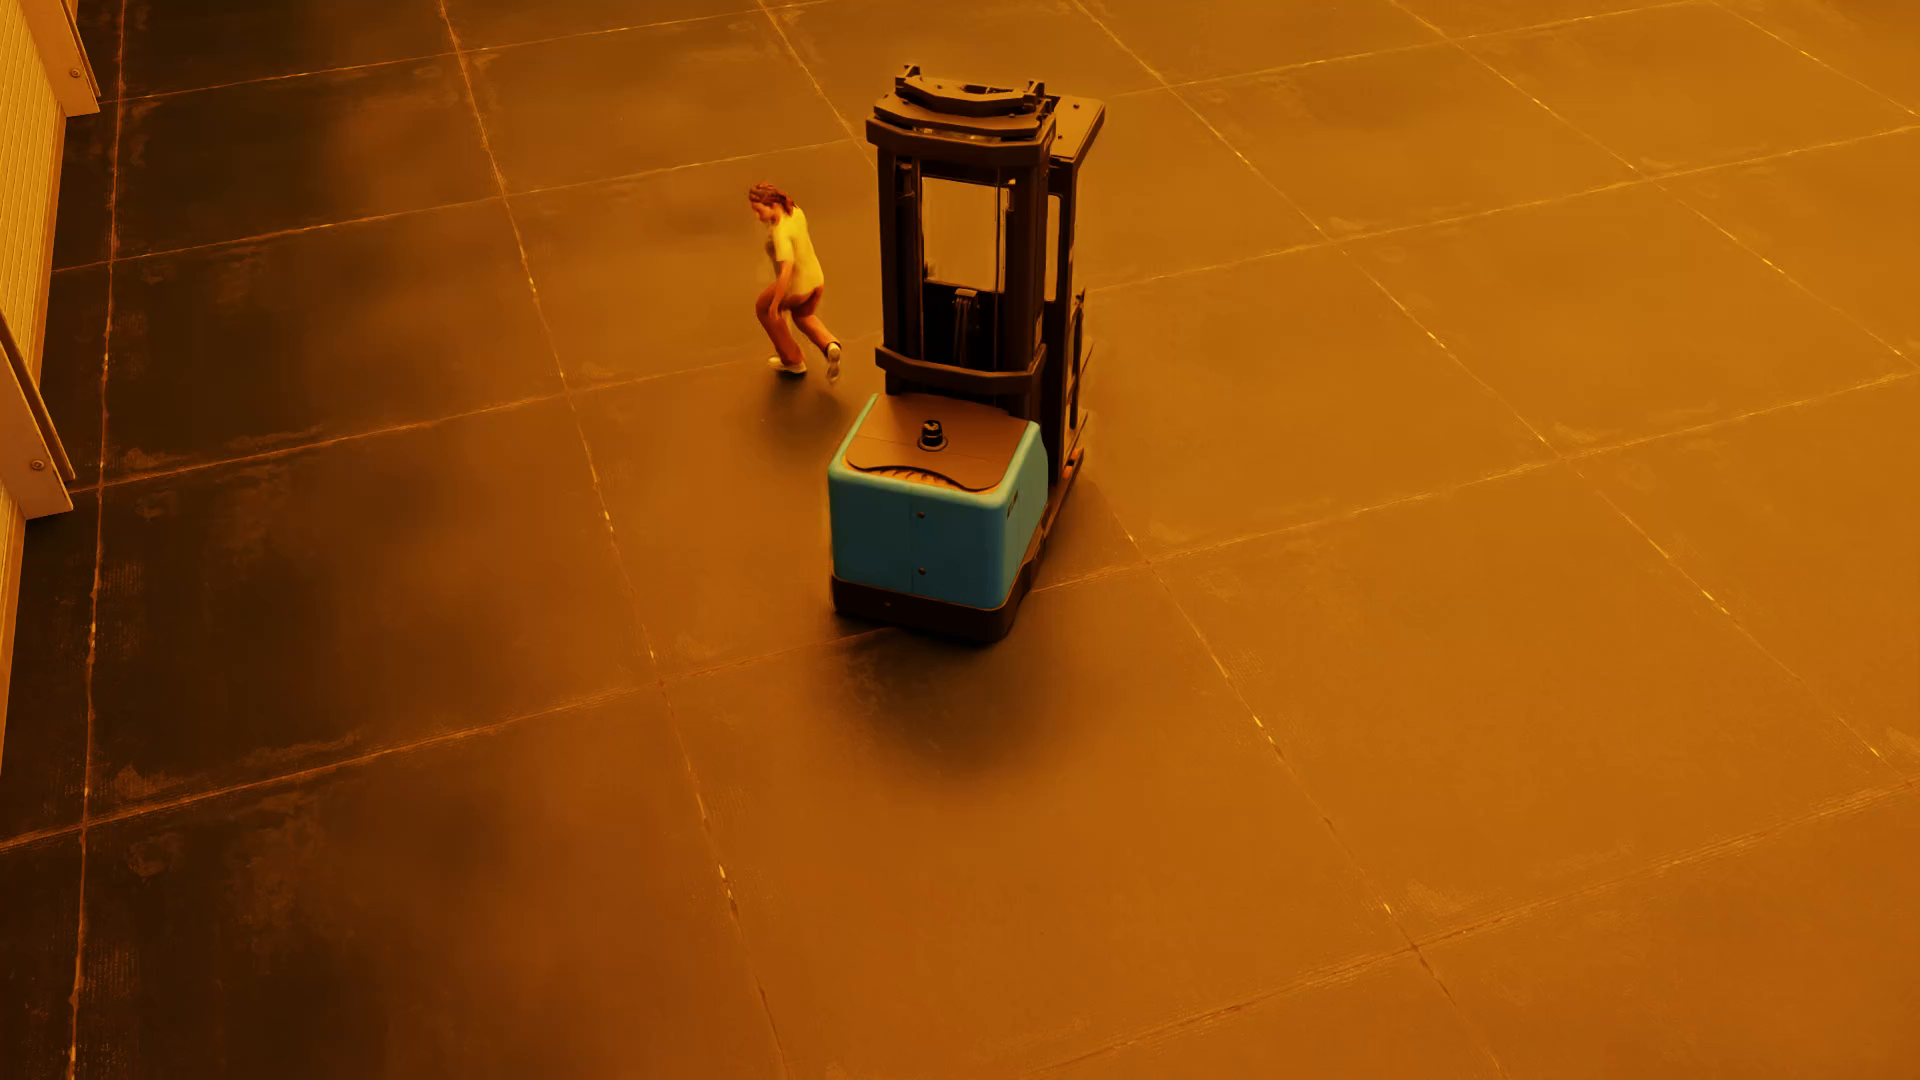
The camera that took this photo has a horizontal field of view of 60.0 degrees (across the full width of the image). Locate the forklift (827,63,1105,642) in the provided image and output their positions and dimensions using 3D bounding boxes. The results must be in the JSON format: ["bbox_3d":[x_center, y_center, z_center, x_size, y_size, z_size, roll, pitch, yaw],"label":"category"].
[{"bbox_3d":[0.171,-1.501,9.784,1.130,2.935,3.031,11,41,13],"label":"forklift"}]

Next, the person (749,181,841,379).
[{"bbox_3d":[-1.128,-1.725,11.221,0.700,1.464,0.609,23,45,25],"label":"person"}]
